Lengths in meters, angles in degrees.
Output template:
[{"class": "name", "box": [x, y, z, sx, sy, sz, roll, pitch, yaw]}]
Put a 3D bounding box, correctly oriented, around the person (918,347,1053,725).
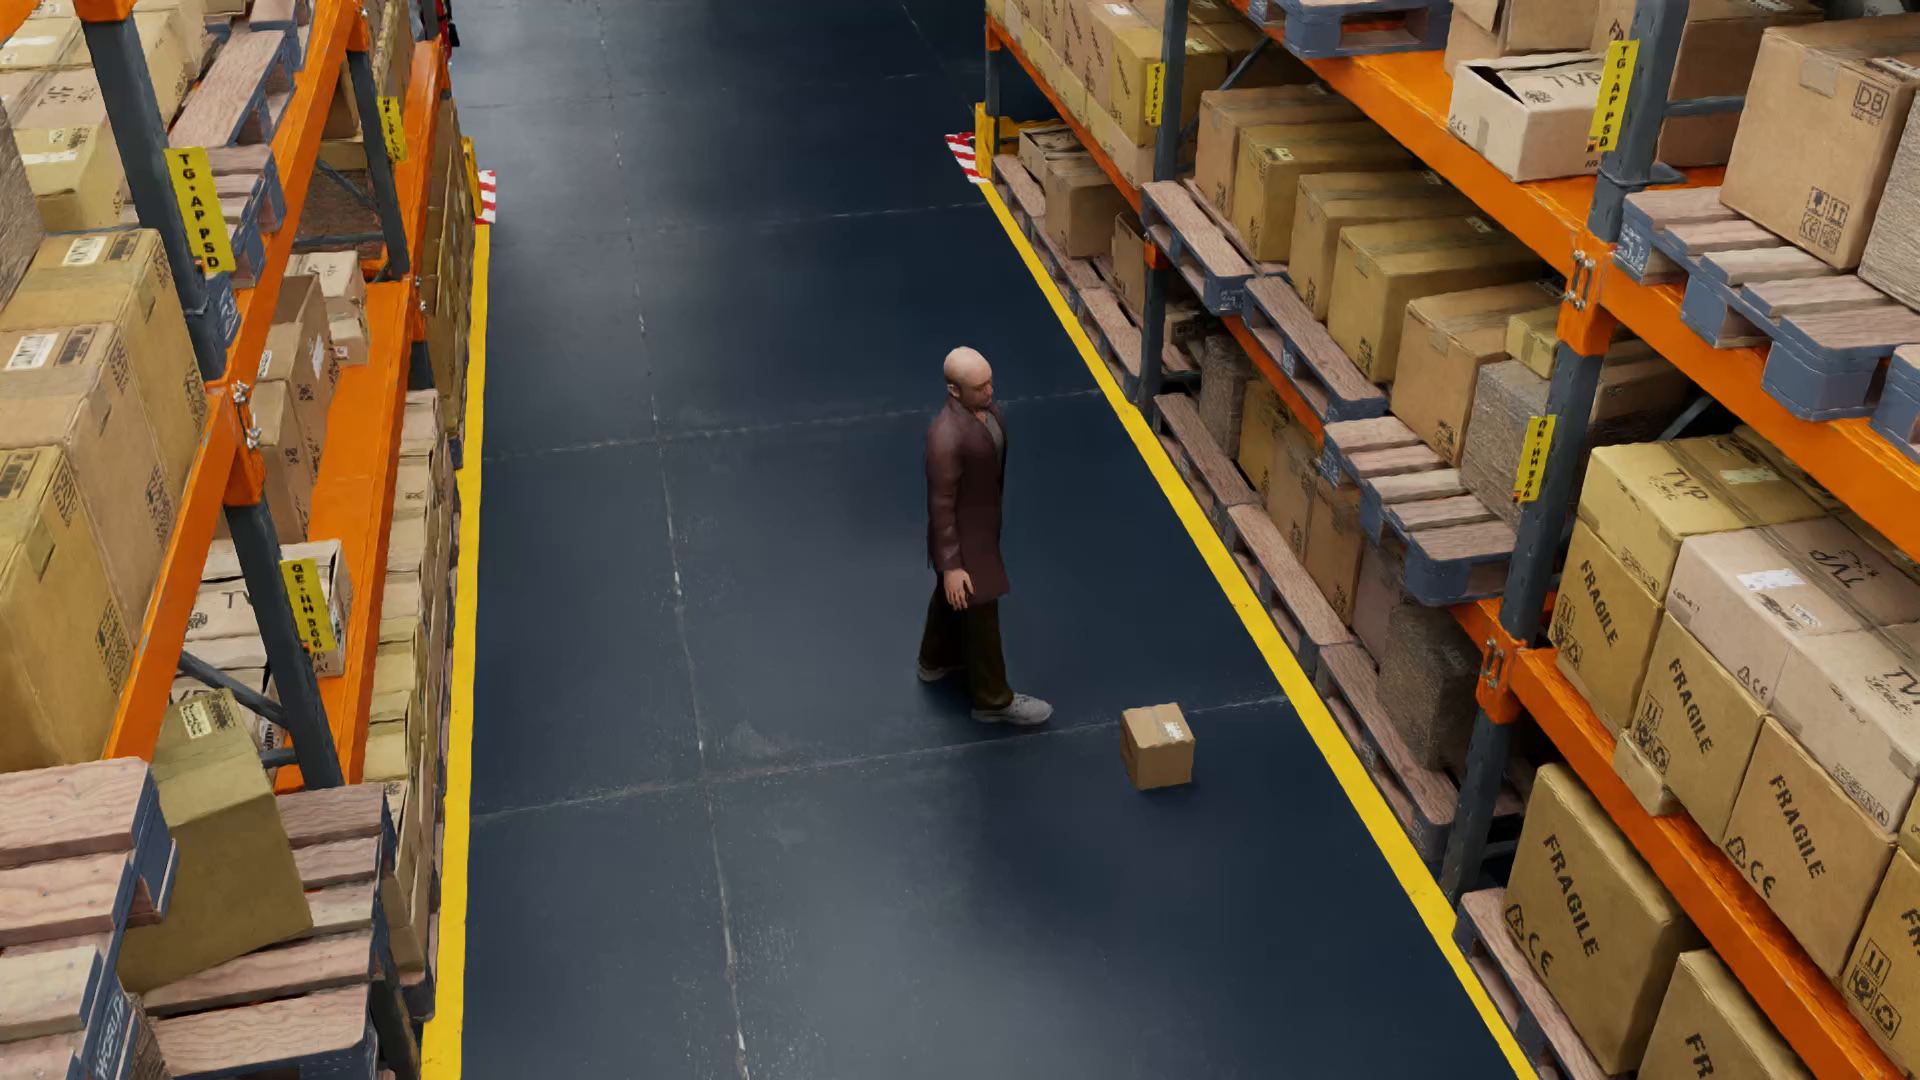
[{"class": "person", "box": [0.107, -0.007, 7.123, 0.670, 1.775, 0.767, 6, 34, 9]}]
